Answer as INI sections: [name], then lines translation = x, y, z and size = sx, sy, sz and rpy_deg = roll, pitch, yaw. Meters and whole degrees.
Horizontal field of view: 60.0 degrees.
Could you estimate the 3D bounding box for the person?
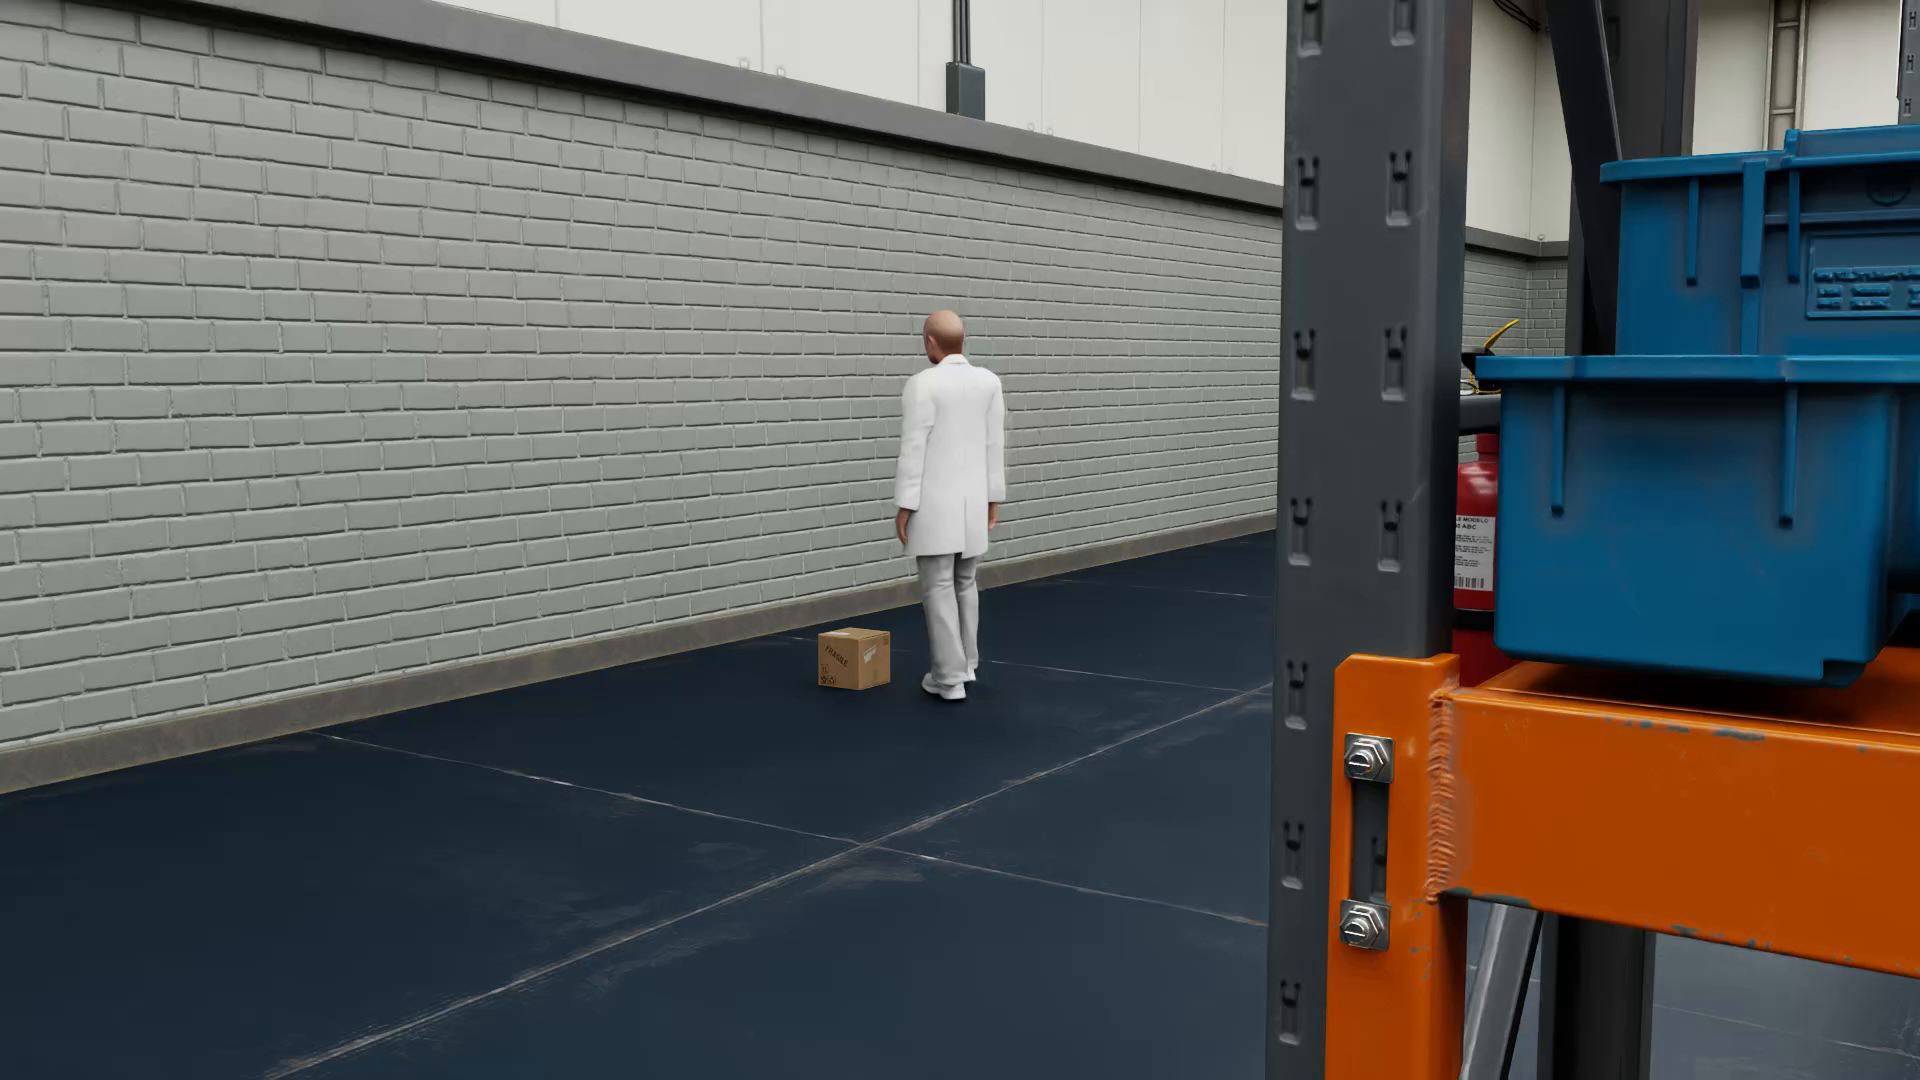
[person]
translation = -0.126, -0.168, 7.772
size = 0.602, 1.791, 0.574
rpy_deg = -5, 8, -36
